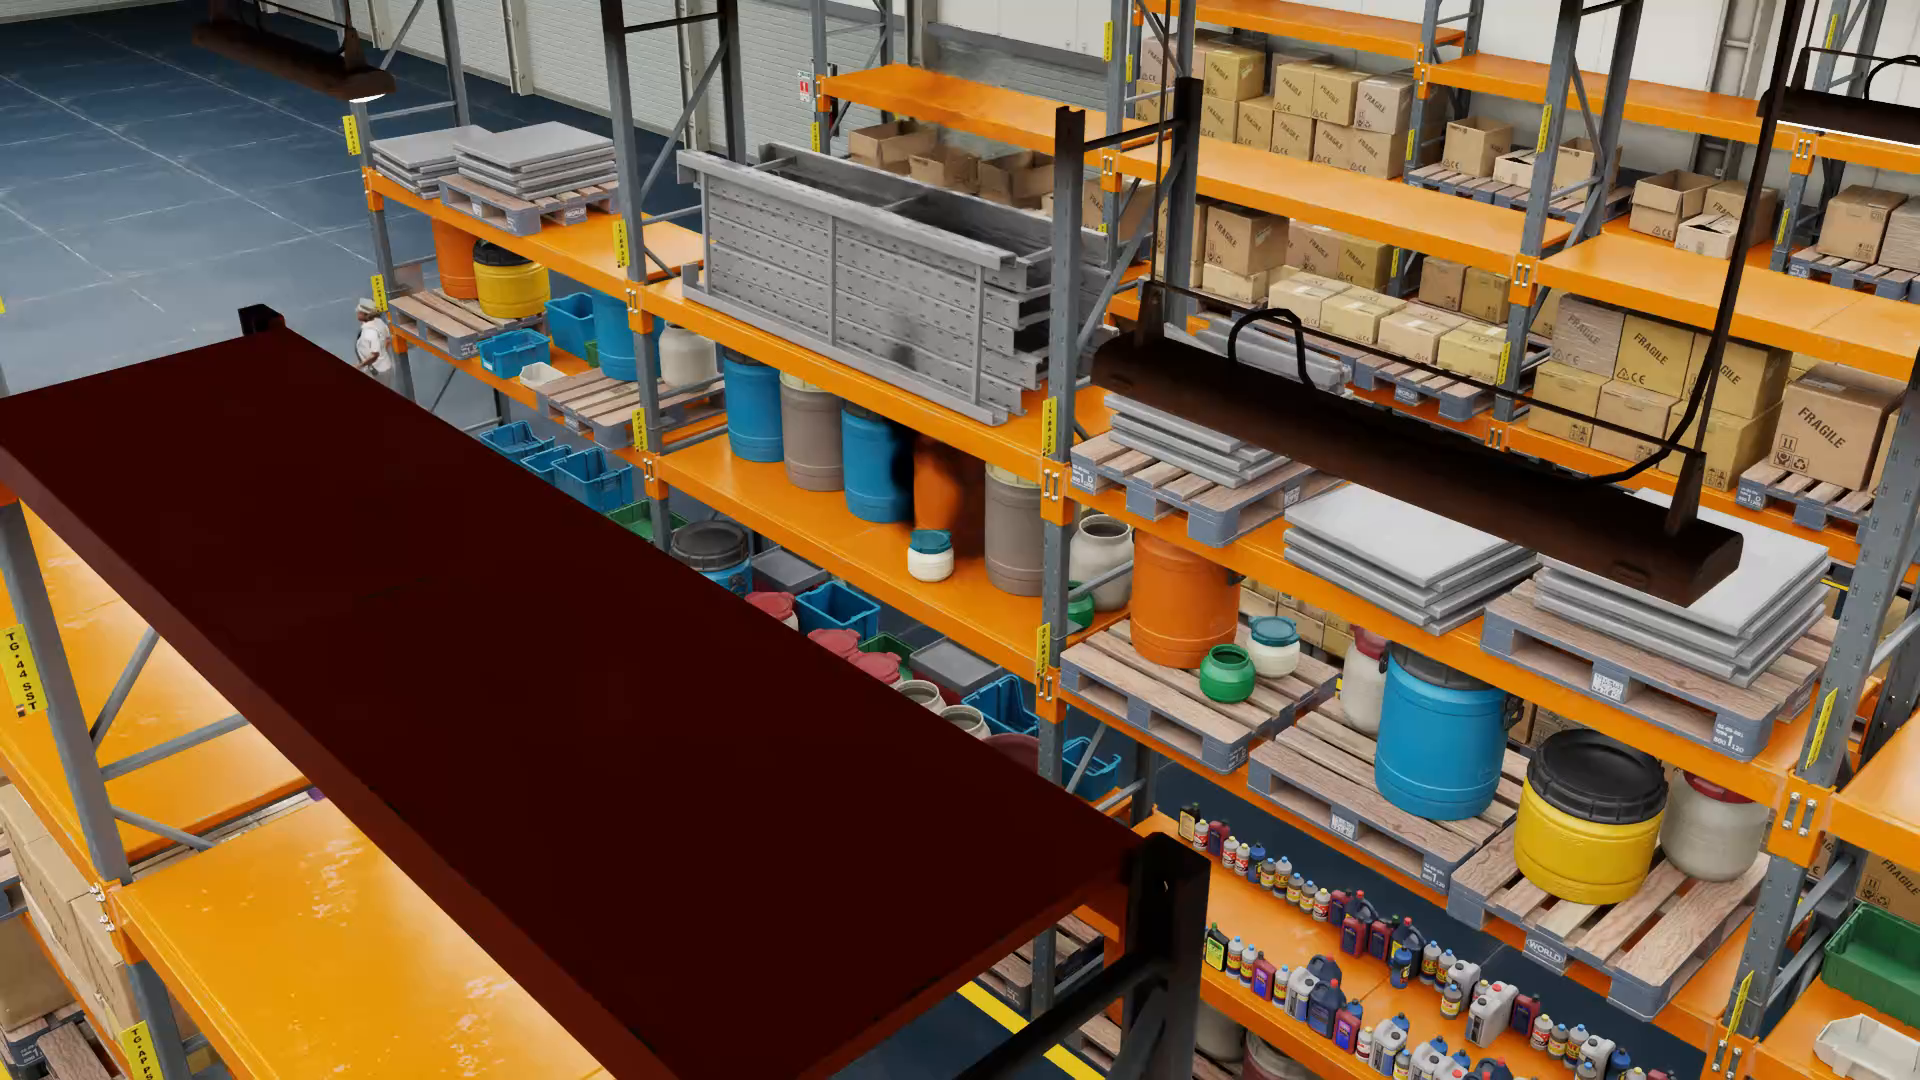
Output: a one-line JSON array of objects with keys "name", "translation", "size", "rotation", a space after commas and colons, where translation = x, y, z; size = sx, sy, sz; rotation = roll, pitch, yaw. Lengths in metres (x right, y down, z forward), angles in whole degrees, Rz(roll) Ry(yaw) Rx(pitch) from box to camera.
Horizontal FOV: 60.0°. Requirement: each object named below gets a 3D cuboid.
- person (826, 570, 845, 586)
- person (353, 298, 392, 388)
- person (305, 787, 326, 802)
[{"name": "person", "translation": [-1.261, 0.000, 14.502], "size": [0.578, 1.725, 0.728], "rotation": [-23, 36, -36]}, {"name": "person", "translation": [-6.480, -1.910, 18.662], "size": [0.802, 1.697, 0.587], "rotation": [-6, 29, -10]}, {"name": "person", "translation": [-4.247, 1.884, 11.002], "size": [0.821, 1.615, 0.557], "rotation": [23, 36, 36]}]
